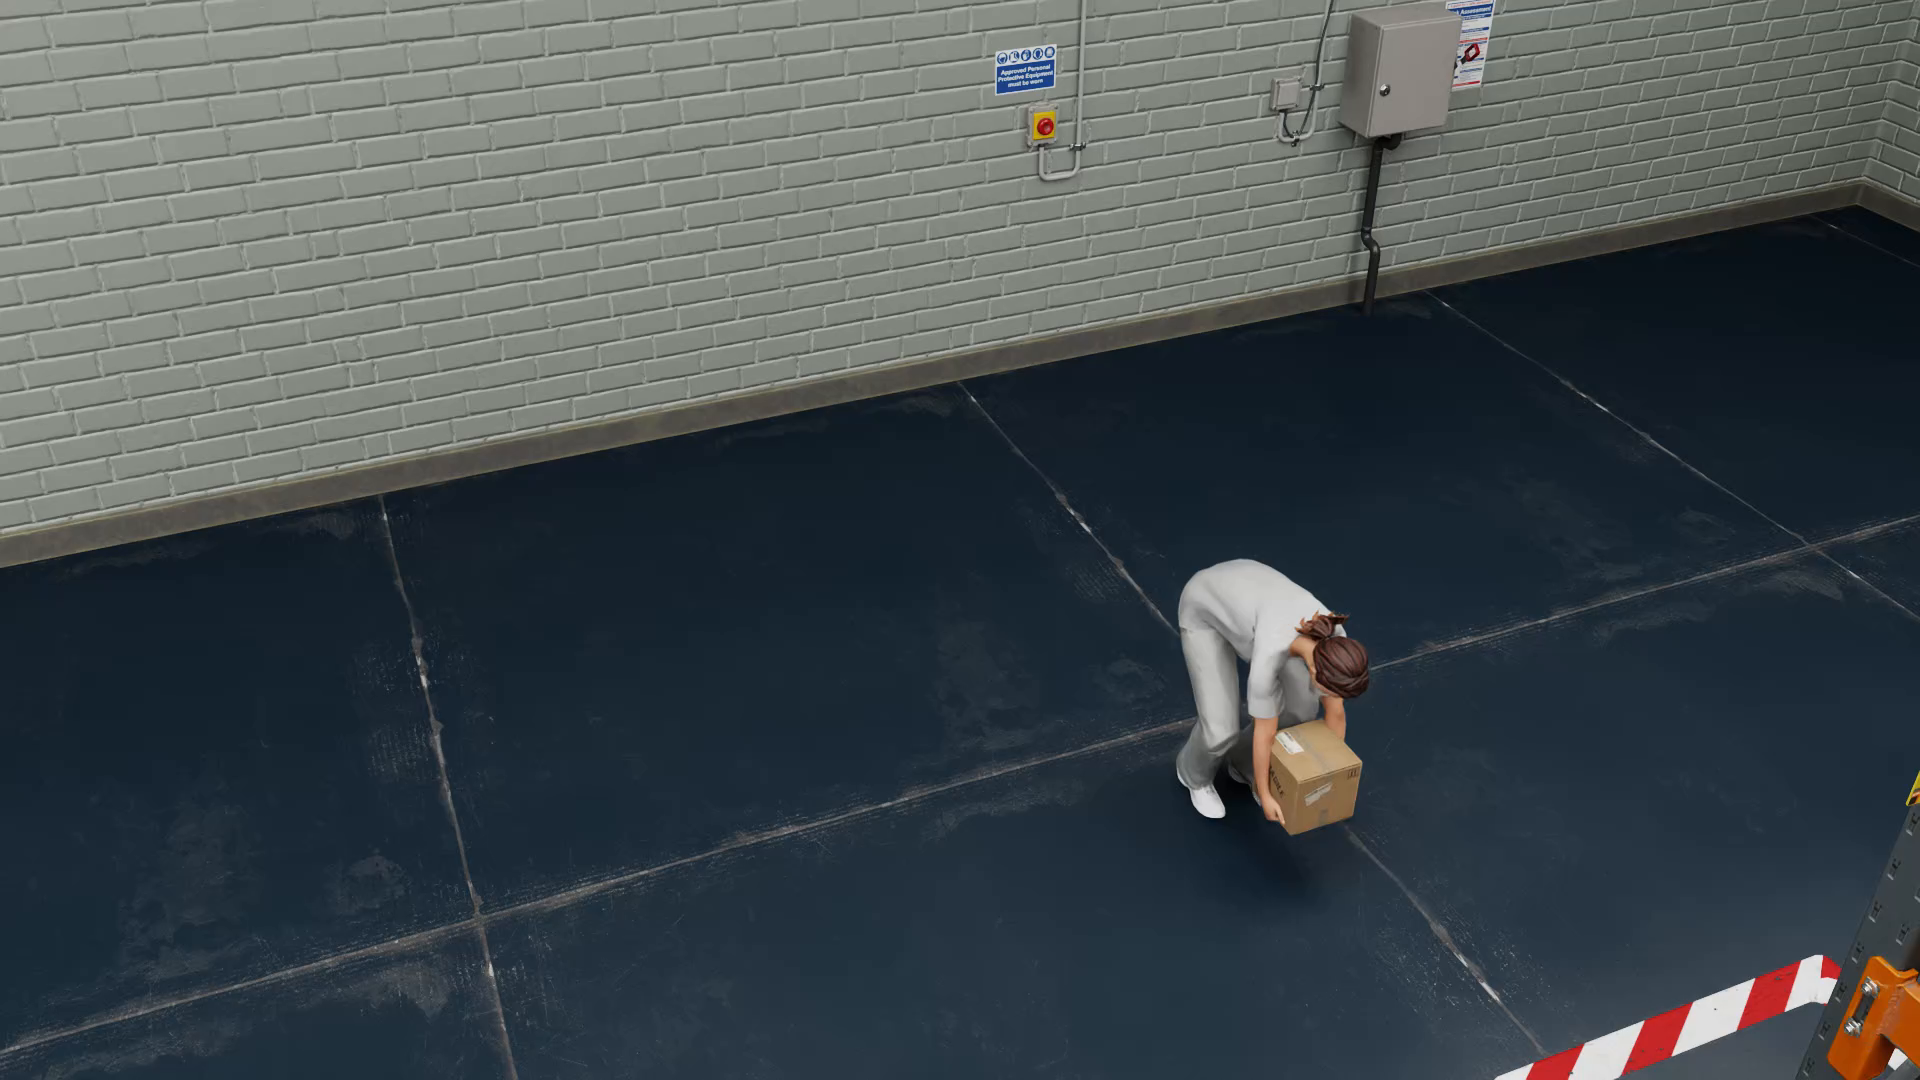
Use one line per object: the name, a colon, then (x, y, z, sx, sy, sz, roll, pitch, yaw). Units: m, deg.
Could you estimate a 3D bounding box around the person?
person: (1.073, 0.582, 5.826, 0.451, 1.057, 0.865, -15, 36, -21)
